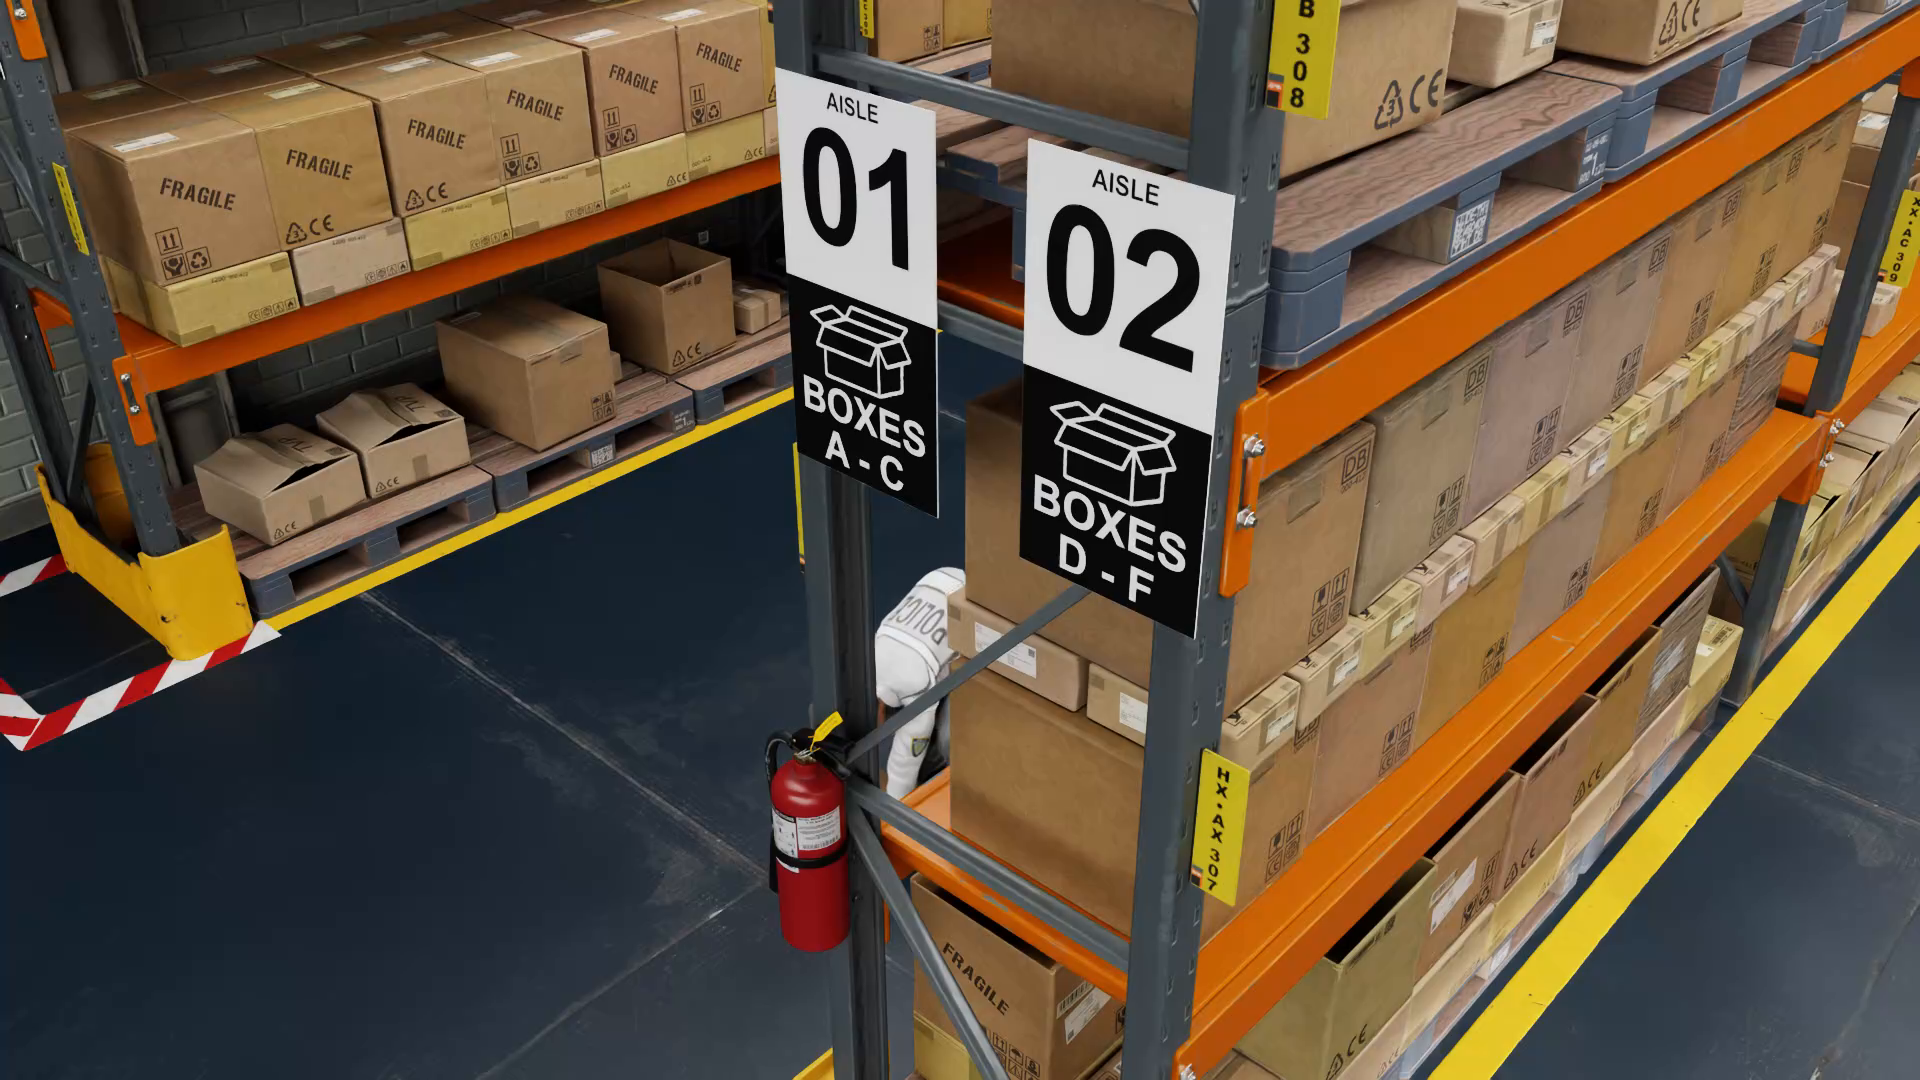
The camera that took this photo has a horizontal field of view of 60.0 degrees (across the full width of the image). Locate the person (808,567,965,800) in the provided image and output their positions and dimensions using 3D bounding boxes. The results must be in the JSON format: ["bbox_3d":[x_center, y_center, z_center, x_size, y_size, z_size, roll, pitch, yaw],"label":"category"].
[{"bbox_3d":[-0.150,0.608,5.925,0.452,0.848,0.885,23,38,33],"label":"person"}]
